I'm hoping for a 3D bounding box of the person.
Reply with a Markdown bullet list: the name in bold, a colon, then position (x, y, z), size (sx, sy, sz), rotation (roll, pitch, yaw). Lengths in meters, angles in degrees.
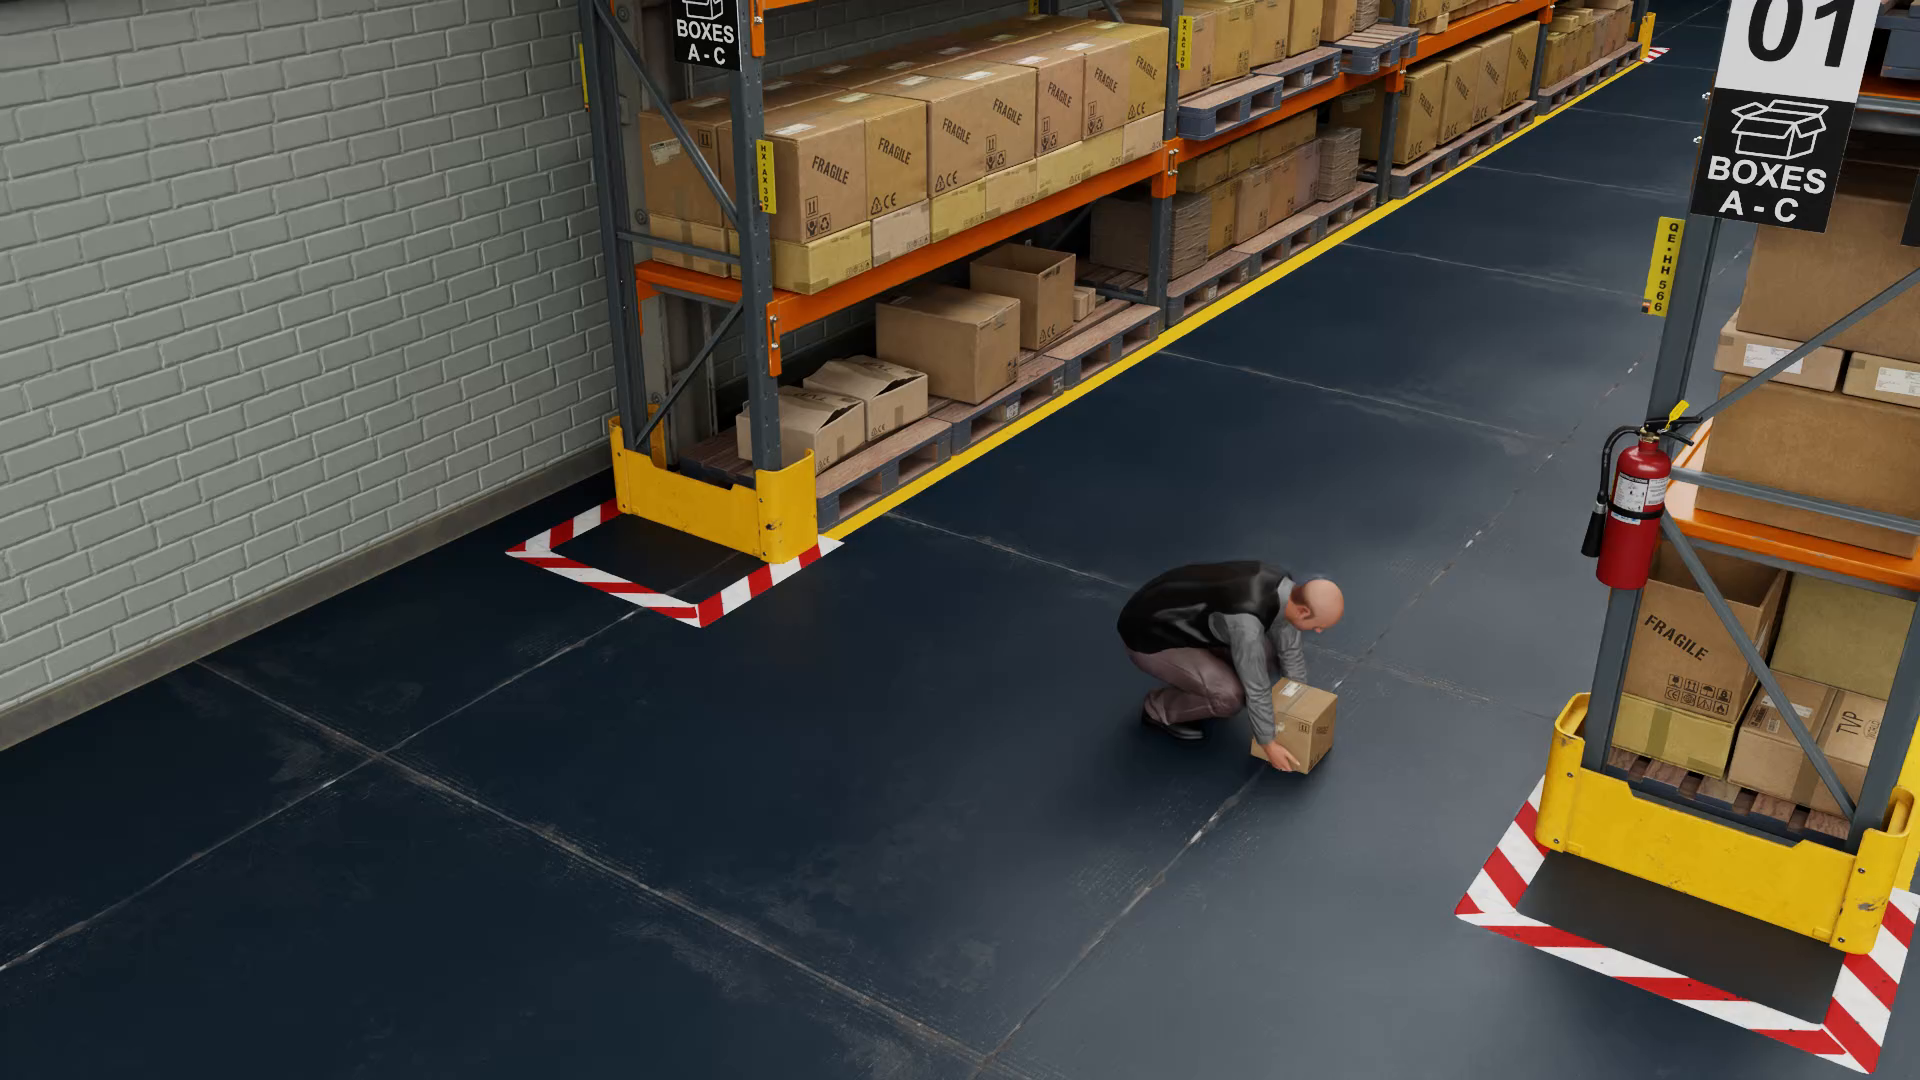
- **person**: position (1.103, 0.463, 6.847), size (0.898, 0.825, 0.528), rotation (17, 31, 30)
